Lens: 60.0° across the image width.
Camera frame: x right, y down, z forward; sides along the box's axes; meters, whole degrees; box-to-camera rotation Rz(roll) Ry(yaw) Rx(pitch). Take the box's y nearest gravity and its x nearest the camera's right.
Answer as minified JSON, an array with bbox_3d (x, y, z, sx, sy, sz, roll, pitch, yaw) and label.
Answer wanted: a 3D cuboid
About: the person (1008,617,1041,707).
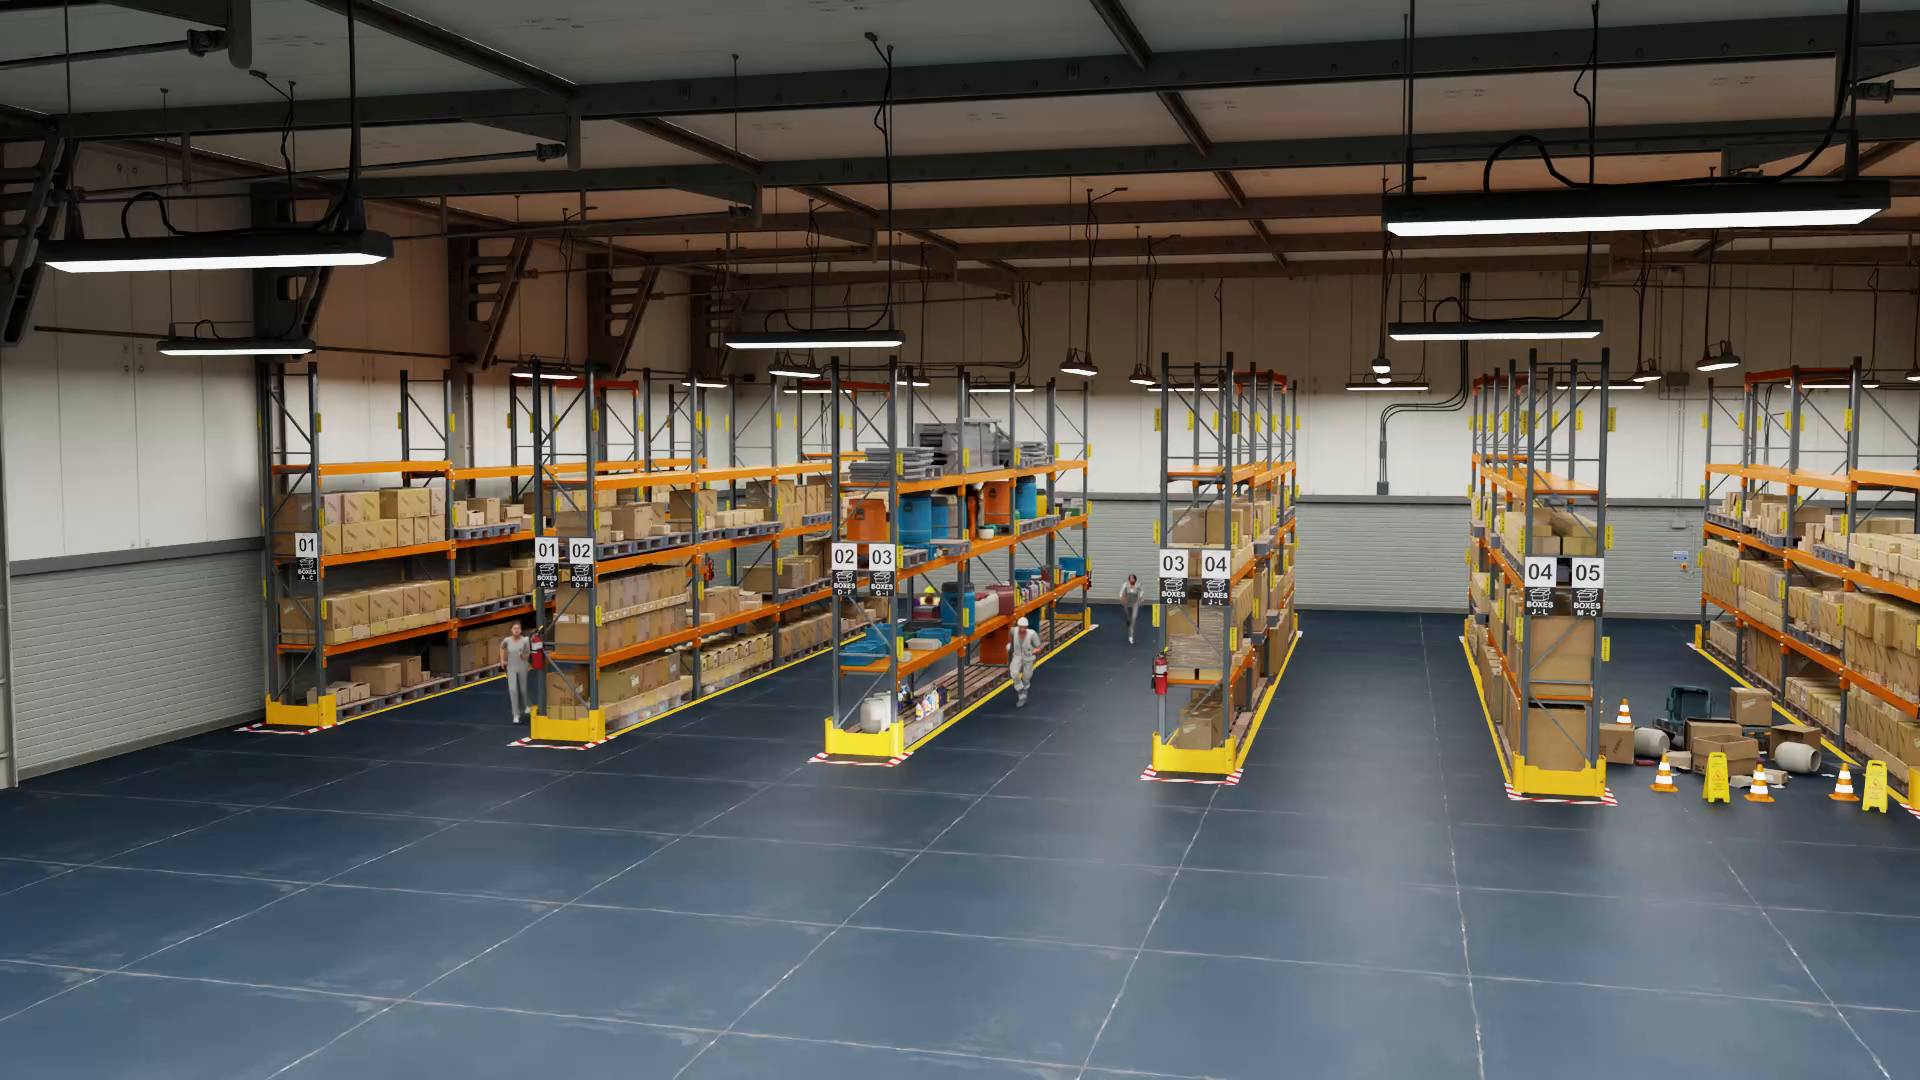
[{"bbox_3d":[1.146,2.109,29.429,0.663,1.590,1.056,1,4,11],"label":"person"}]

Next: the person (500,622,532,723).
[{"bbox_3d":[-7.425,2.185,27.889,0.577,1.639,0.993,-1,4,-10],"label":"person"}]

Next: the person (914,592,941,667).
[{"bbox_3d":[-0.642,1.800,33.925,0.690,1.646,0.712,0,4,1],"label":"person"}]

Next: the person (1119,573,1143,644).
[{"bbox_3d":[3.934,1.538,38.191,0.544,1.581,1.002,0,4,6],"label":"person"}]
